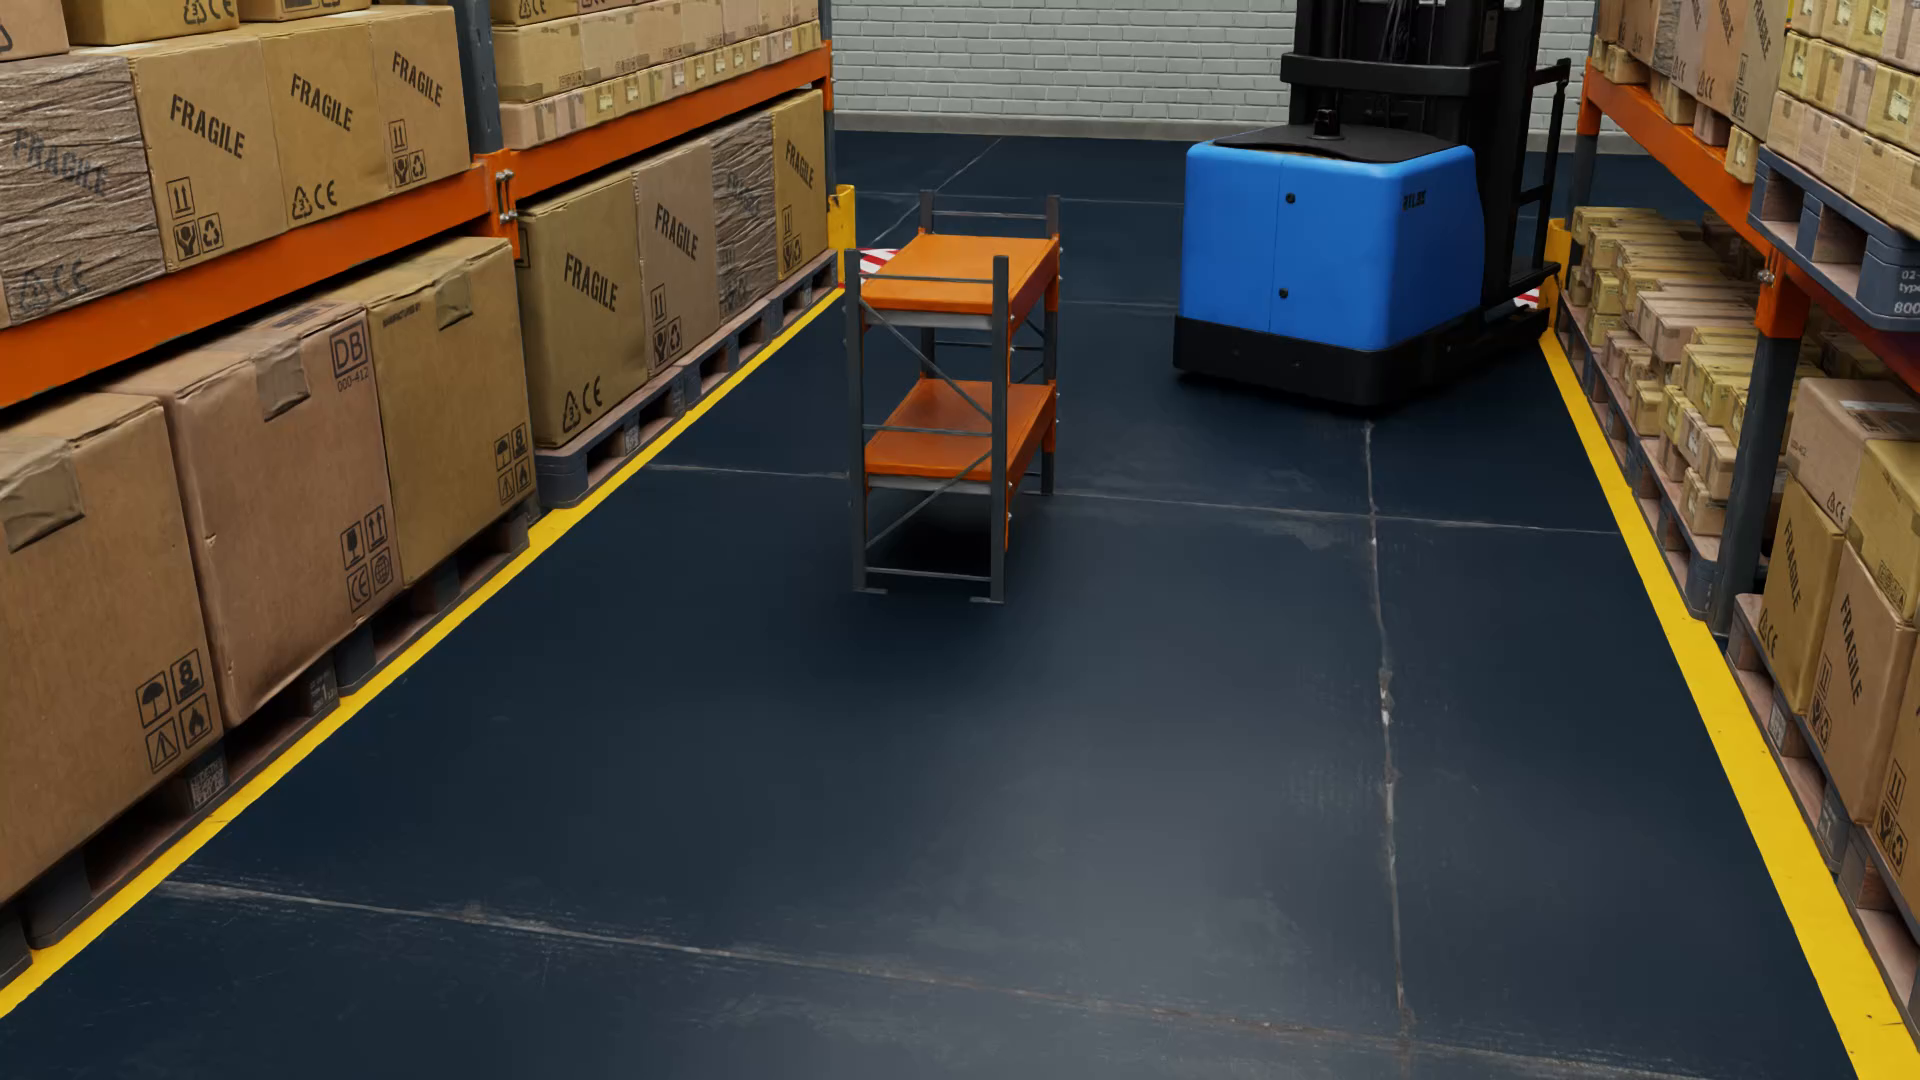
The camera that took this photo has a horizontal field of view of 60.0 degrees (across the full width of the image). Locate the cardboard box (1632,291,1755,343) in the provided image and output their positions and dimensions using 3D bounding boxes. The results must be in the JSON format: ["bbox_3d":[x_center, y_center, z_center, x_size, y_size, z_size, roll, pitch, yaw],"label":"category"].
[{"bbox_3d":[2.823,-0.852,6.412,0.380,0.149,0.250,4,22,9],"label":"cardboard box"}]

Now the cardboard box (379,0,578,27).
[{"bbox_3d":[-1.676,-2.058,5.748,0.500,0.500,0.500,4,22,11],"label":"cardboard box"}]

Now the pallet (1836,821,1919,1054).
[{"bbox_3d":[2.407,0.955,3.201,1.003,0.211,1.213,4,22,11],"label":"pallet"}]

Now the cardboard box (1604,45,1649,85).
[{"bbox_3d":[3.122,-2.134,7.472,0.380,0.149,0.250,4,22,9],"label":"cardboard box"}]

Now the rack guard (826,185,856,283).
[{"bbox_3d":[-1.203,-1.799,9.650,1.175,0.500,0.348,4,22,11],"label":"rack guard"}]

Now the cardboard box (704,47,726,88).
[{"bbox_3d":[-1.270,-2.118,7.435,0.380,0.149,0.250,5,22,12],"label":"cardboard box"}]

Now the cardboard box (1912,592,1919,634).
[{"bbox_3d":[2.187,0.177,3.180,0.500,0.250,0.500,5,23,13],"label":"cardboard box"}]

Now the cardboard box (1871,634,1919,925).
[{"bbox_3d":[2.201,0.530,3.307,0.500,0.500,0.500,5,22,12],"label":"cardboard box"}]

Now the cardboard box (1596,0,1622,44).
[{"bbox_3d":[3.265,-2.575,7.701,0.500,0.500,0.500,6,23,13],"label":"cardboard box"}]

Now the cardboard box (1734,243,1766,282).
[{"bbox_3d":[3.617,-1.188,7.245,0.380,0.149,0.250,4,22,9],"label":"cardboard box"}]

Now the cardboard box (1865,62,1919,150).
[{"bbox_3d":[2.125,-0.894,3.434,0.380,0.149,0.250,4,22,9],"label":"cardboard box"}]

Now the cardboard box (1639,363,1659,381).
[{"bbox_3d":[2.888,-0.582,6.537,0.380,0.149,0.250,5,22,12],"label":"cardboard box"}]

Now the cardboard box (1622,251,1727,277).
[{"bbox_3d":[3.037,-1.127,7.094,0.380,0.149,0.250,5,23,13],"label":"cardboard box"}]

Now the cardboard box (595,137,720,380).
[{"bbox_3d":[-1.627,-1.260,7.249,0.875,0.875,0.875,4,22,11],"label":"cardboard box"}]

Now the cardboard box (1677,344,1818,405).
[{"bbox_3d":[2.686,-0.558,5.681,0.380,0.149,0.250,4,22,10],"label":"cardboard box"}]

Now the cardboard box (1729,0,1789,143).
[{"bbox_3d":[2.633,-1.454,4.917,0.500,0.500,0.500,4,22,11],"label":"cardboard box"}]

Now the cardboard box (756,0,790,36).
[{"bbox_3d":[-1.151,-2.635,8.183,0.500,0.250,0.500,4,22,10],"label":"cardboard box"}]

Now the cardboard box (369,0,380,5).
[{"bbox_3d":[-2.192,-2.091,5.829,0.500,0.500,0.500,5,22,12],"label":"cardboard box"}]

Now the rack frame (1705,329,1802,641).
[{"bbox_3d":[2.811,-1.071,4.498,1.000,3.000,0.127,4,22,11],"label":"rack frame"}]

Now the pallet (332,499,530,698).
[{"bbox_3d":[-2.107,0.095,5.335,1.003,0.211,1.213,4,22,11],"label":"pallet"}]

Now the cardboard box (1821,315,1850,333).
[{"bbox_3d":[3.365,-0.706,6.050,0.380,0.149,0.250,5,22,12],"label":"cardboard box"}]

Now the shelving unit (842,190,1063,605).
[{"bbox_3d":[0.001,-0.524,5.650,0.538,1.125,1.048,4,22,11],"label":"shelving unit"}]

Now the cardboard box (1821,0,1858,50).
[{"bbox_3d":[2.230,-1.214,3.831,0.380,0.149,0.250,5,22,12],"label":"cardboard box"}]

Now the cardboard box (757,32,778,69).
[{"bbox_3d":[-1.114,-2.399,8.131,0.380,0.149,0.250,5,22,12],"label":"cardboard box"}]

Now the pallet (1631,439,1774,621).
[{"bbox_3d":[2.914,-0.026,5.636,1.003,0.211,1.213,4,22,11],"label":"pallet"}]

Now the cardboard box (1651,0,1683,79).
[{"bbox_3d":[2.971,-2.013,6.304,0.500,0.500,0.500,4,22,10],"label":"cardboard box"}]

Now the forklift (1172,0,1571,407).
[{"bbox_3d":[2.303,-2.408,7.909,1.130,2.935,3.031,17,28,36],"label":"forklift"}]

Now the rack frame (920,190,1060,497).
[{"bbox_3d":[0.105,-0.710,6.111,0.500,1.125,0.032,4,22,11],"label":"rack frame"}]

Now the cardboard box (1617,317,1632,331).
[{"bbox_3d":[3.072,-0.860,7.229,0.380,0.149,0.250,5,22,11],"label":"cardboard box"}]

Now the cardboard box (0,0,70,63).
[{"bbox_3d":[-2.409,-1.285,3.553,0.797,0.503,0.637,5,23,13],"label":"cardboard box"}]

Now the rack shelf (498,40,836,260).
[{"bbox_3d":[-1.616,-1.884,7.480,1.077,0.370,4.000,4,22,11],"label":"rack shelf"}]

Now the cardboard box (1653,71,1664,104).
[{"bbox_3d":[3.046,-1.843,6.751,0.380,0.149,0.250,4,22,10],"label":"cardboard box"}]

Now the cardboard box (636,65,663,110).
[{"bbox_3d":[-1.427,-1.835,6.731,0.380,0.149,0.250,4,22,10],"label":"cardboard box"}]

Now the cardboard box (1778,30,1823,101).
[{"bbox_3d":[2.281,-1.179,4.141,0.380,0.149,0.250,5,22,12],"label":"cardboard box"}]

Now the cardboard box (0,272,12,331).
[{"bbox_3d":[-2.270,-0.603,3.203,0.500,0.500,0.500,4,22,10],"label":"cardboard box"}]

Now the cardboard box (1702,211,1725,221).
[{"bbox_3d":[3.767,-1.470,7.945,0.380,0.149,0.250,5,22,12],"label":"cardboard box"}]

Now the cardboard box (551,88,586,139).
[{"bbox_3d":[-1.584,-1.549,6.020,0.380,0.149,0.250,4,22,9],"label":"cardboard box"}]

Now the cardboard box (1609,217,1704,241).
[{"bbox_3d":[3.249,-1.407,7.789,0.380,0.149,0.250,5,22,12],"label":"cardboard box"}]

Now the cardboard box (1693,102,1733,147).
[{"bbox_3d":[2.802,-1.467,5.817,0.380,0.149,0.250,3,22,9],"label":"cardboard box"}]

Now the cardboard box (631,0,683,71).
[{"bbox_3d":[-1.465,-2.078,6.801,0.500,0.250,0.500,5,22,12],"label":"cardboard box"}]

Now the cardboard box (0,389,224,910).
[{"bbox_3d":[-2.489,0.191,3.646,1.225,0.875,0.875,5,22,11],"label":"cardboard box"}]

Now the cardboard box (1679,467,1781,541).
[{"bbox_3d":[2.558,-0.113,5.373,0.380,0.149,0.250,5,22,12],"label":"cardboard box"}]

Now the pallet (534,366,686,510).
[{"bbox_3d":[-1.792,-0.465,6.726,1.003,0.211,1.213,4,22,11],"label":"pallet"}]

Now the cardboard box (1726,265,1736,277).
[{"bbox_3d":[3.695,-1.140,7.524,0.380,0.149,0.250,4,22,9],"label":"cardboard box"}]

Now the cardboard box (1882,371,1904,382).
[{"bbox_3d":[3.199,-0.426,5.354,0.380,0.149,0.250,6,23,14],"label":"cardboard box"}]

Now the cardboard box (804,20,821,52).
[{"bbox_3d":[-0.958,-2.677,8.823,0.380,0.149,0.250,5,22,12],"label":"cardboard box"}]

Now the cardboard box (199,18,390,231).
[{"bbox_3d":[-1.960,-1.160,4.586,0.500,0.500,0.500,5,23,13],"label":"cardboard box"}]

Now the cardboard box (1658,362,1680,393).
[{"bbox_3d":[2.825,-0.599,6.182,0.380,0.149,0.250,5,22,12],"label":"cardboard box"}]

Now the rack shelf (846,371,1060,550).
[{"bbox_3d":[0.001,-0.297,5.741,0.538,0.278,1.000,4,22,11],"label":"rack shelf"}]

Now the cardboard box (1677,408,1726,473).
[{"bbox_3d":[2.607,-0.321,5.491,0.380,0.149,0.250,3,22,8],"label":"cardboard box"}]

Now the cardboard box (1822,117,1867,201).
[{"bbox_3d":[2.175,-0.848,3.717,0.380,0.149,0.250,5,22,11],"label":"cardboard box"}]

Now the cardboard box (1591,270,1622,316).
[{"bbox_3d":[3.036,-1.095,7.413,0.380,0.149,0.250,5,23,13],"label":"cardboard box"}]
